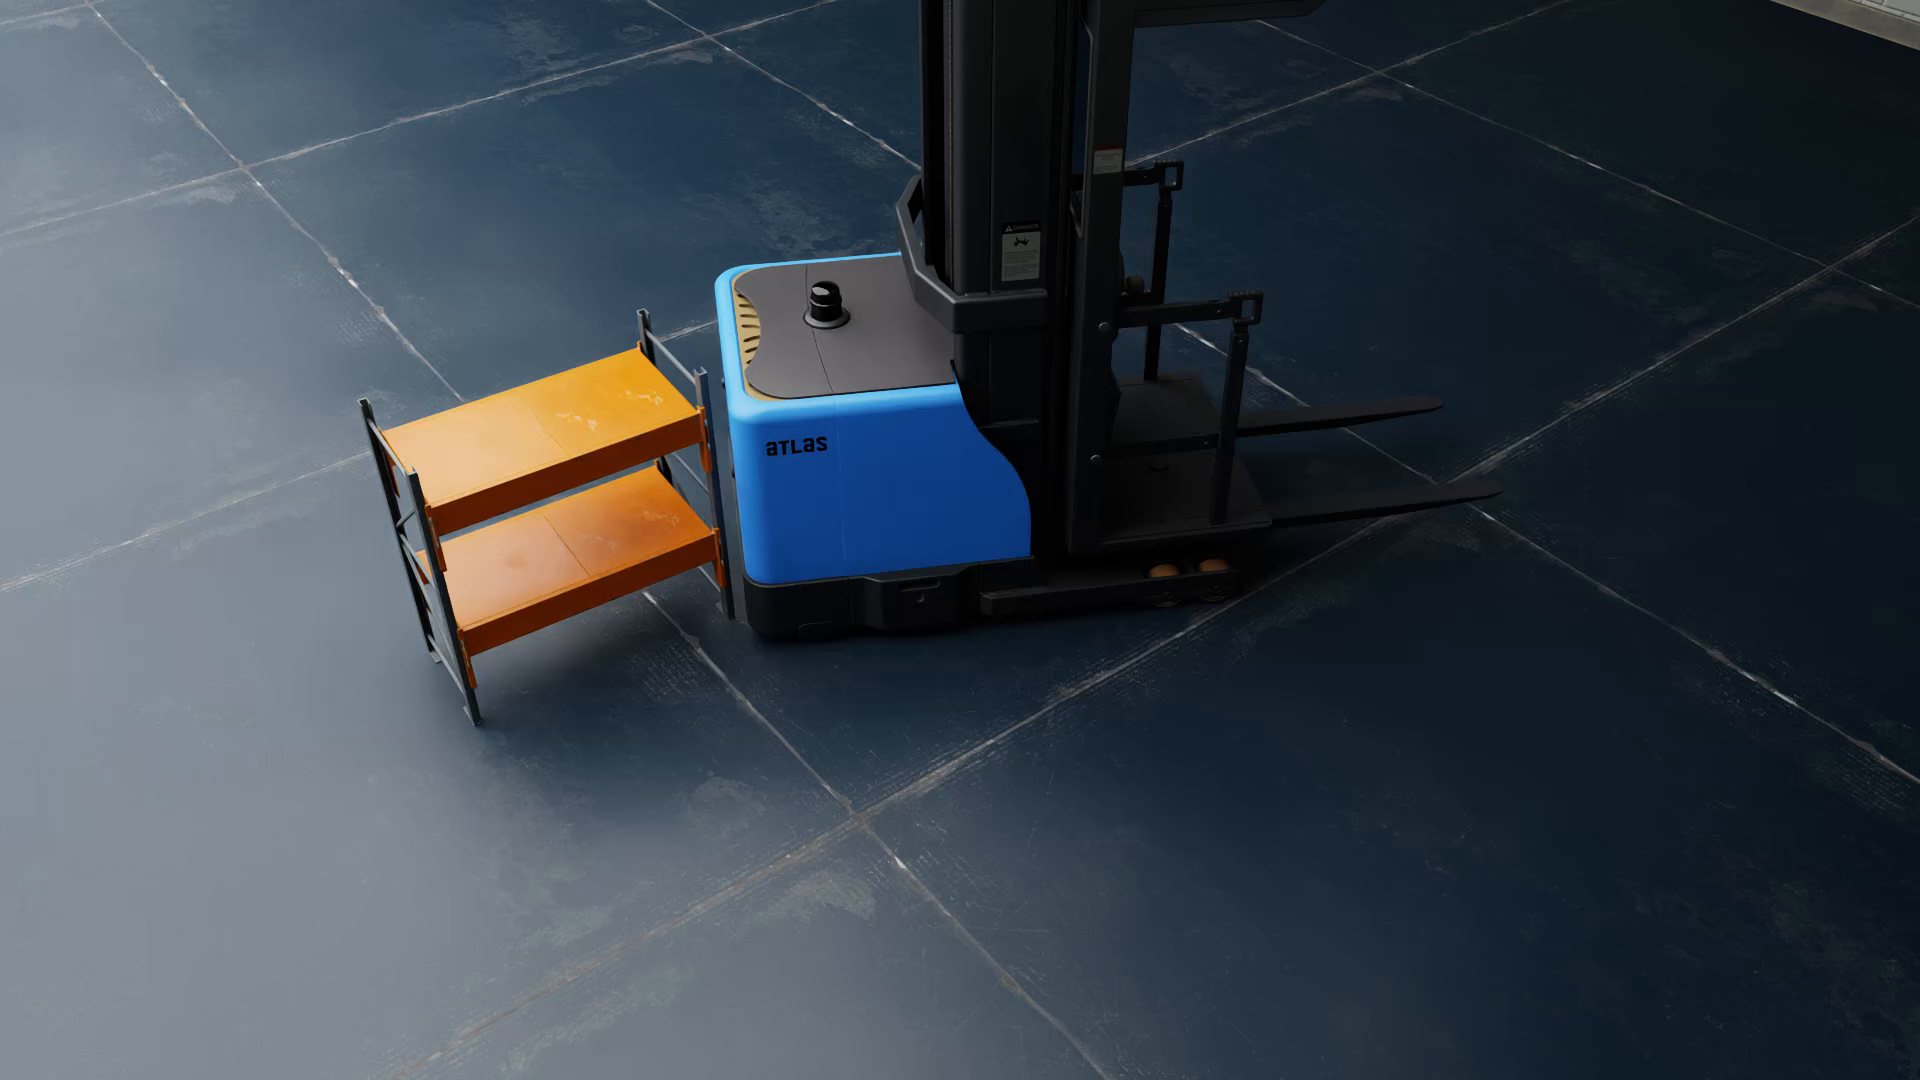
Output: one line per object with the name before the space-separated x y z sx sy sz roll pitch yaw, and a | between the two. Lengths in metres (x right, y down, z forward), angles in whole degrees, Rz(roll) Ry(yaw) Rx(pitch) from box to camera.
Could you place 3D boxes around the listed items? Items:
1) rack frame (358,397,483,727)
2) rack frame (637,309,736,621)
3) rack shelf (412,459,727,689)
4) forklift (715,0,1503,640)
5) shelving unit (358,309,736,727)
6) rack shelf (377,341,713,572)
rack frame | -1.859 0.095 5.748 0.032 1.125 0.500 -23 45 -25
rack frame | -1.013 -0.263 6.183 0.032 1.125 0.500 -23 45 -25
rack shelf | -1.436 0.105 6.121 1.000 0.278 0.538 -23 45 -25
forklift | 0.621 -1.201 5.903 3.031 2.935 1.130 -6 40 -8
shelving unit | -1.436 -0.084 5.965 1.048 1.125 0.538 -23 45 -25
rack shelf | -1.436 -0.310 5.780 1.000 0.278 0.538 -23 45 -25
